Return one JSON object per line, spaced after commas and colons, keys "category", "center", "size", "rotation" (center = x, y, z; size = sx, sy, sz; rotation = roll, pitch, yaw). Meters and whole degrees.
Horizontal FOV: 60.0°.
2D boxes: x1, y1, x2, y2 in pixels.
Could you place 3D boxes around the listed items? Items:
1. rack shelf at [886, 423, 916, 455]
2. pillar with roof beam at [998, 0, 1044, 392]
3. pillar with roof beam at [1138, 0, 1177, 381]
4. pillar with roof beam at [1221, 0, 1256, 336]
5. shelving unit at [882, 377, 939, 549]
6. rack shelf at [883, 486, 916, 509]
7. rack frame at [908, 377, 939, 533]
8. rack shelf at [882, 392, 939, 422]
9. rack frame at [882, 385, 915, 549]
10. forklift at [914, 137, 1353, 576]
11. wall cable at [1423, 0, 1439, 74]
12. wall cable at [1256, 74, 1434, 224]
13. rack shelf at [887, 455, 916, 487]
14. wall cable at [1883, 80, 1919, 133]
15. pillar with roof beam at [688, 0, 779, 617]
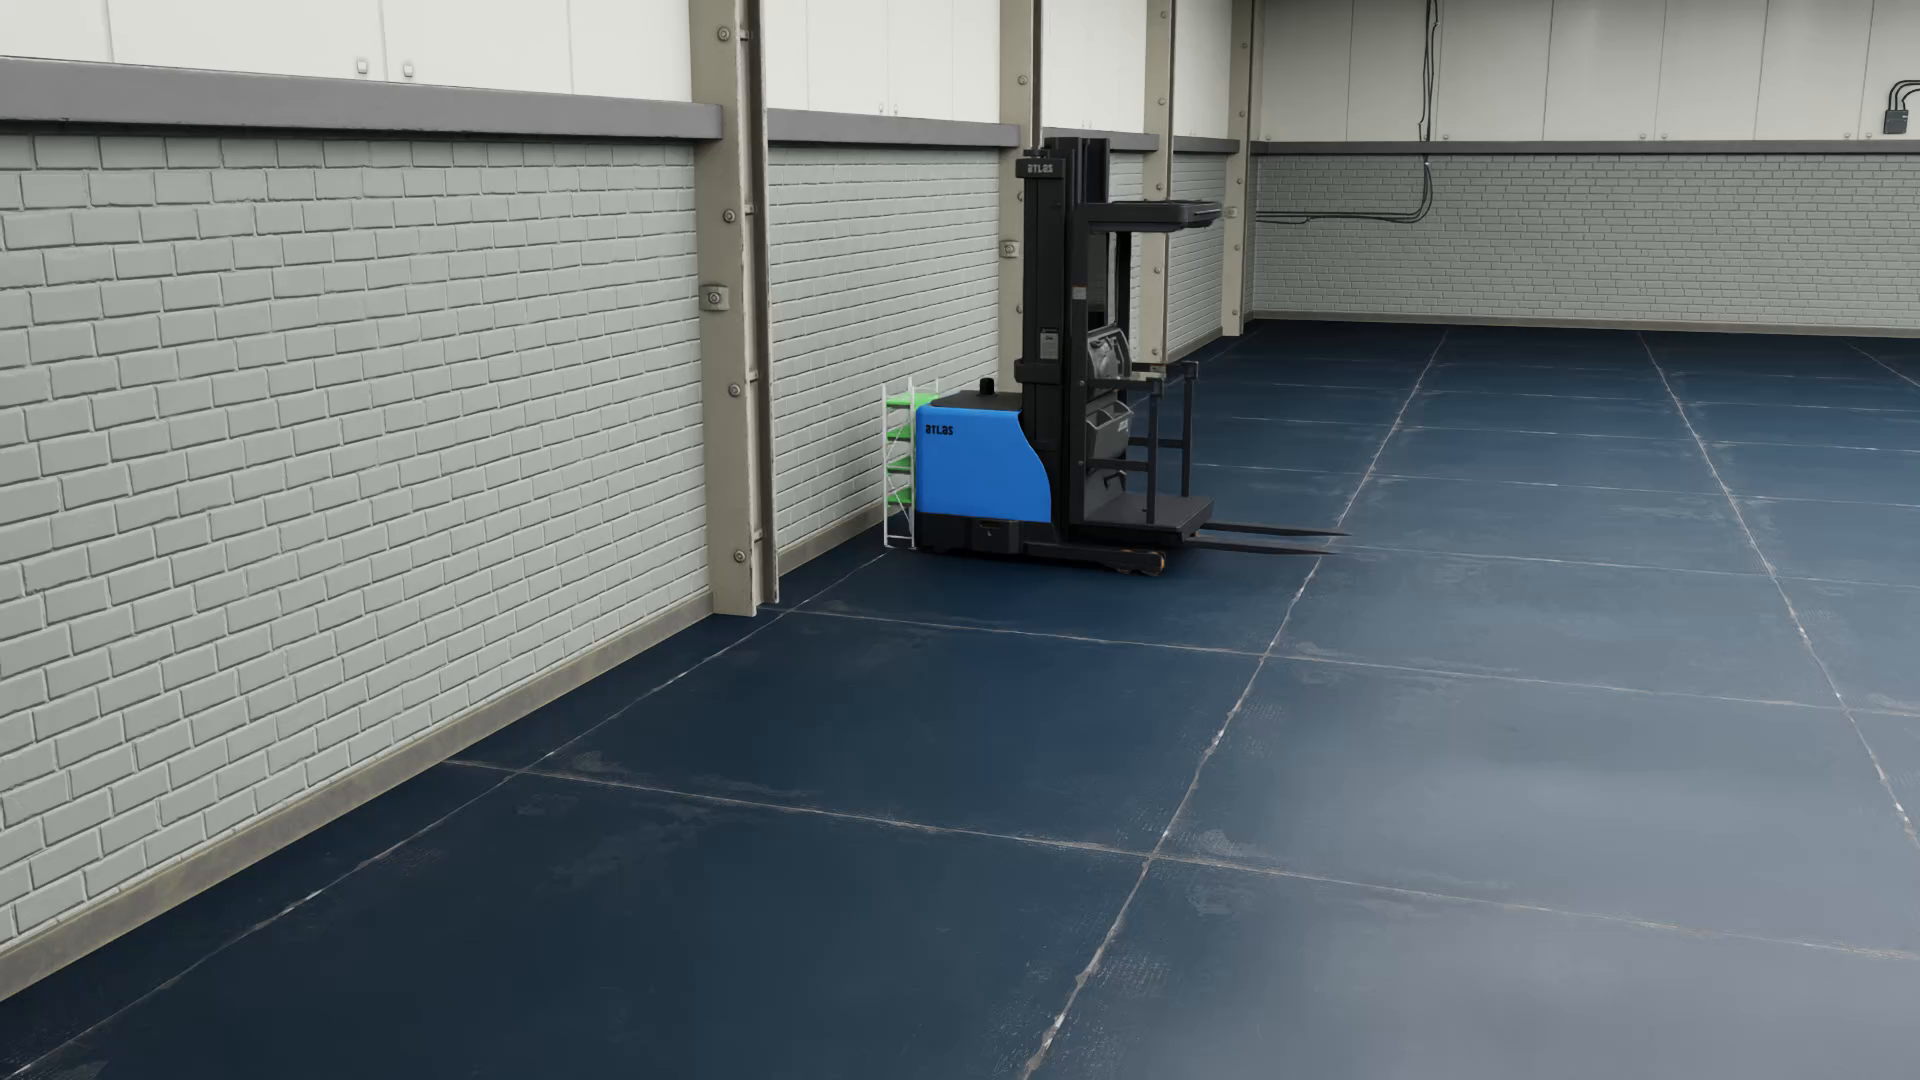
{"category": "rack shelf", "center": [-0.359, -0.749, 12.280], "size": [0.258, 0.148, 0.480], "rotation": [5, 14, 20]}
{"category": "pillar with roof beam", "center": [4.638, -4.914, 13.796], "size": [9.100, 9.000, 0.400], "rotation": [4, 14, 18]}
{"category": "pillar with roof beam", "center": [6.579, -6.178, 19.331], "size": [9.100, 9.000, 0.400], "rotation": [4, 14, 18]}
{"category": "pillar with roof beam", "center": [8.521, -7.441, 24.866], "size": [9.100, 9.000, 0.400], "rotation": [4, 14, 18]}
{"category": "shelving unit", "center": [-0.359, -0.577, 12.319], "size": [0.258, 1.200, 0.503], "rotation": [5, 14, 20]}
{"category": "rack shelf", "center": [-0.359, -0.281, 12.387], "size": [0.258, 0.148, 0.480], "rotation": [5, 14, 20]}
{"category": "rack frame", "center": [-0.273, -0.628, 12.542], "size": [0.240, 1.200, 0.015], "rotation": [5, 14, 20]}
{"category": "rack shelf", "center": [-0.359, -0.983, 12.227], "size": [0.258, 0.148, 0.480], "rotation": [5, 14, 20]}
{"category": "rack frame", "center": [-0.445, -0.526, 12.097], "size": [0.240, 1.200, 0.015], "rotation": [5, 14, 20]}
{"category": "forklift", "center": [1.237, -1.316, 11.667], "size": [3.031, 2.935, 1.130], "rotation": [5, 14, 21]}
{"category": "wall cable", "center": [9.211, -9.030, 27.455], "size": [3.097, 2.526, 0.112], "rotation": [4, 14, 18]}
{"category": "wall cable", "center": [6.652, -6.762, 28.870], "size": [3.097, 2.526, 0.112], "rotation": [4, 14, 18]}
{"category": "rack shelf", "center": [-0.359, -0.515, 12.334], "size": [0.258, 0.148, 0.480], "rotation": [5, 14, 20]}
{"category": "wall cable", "center": [15.629, -9.247, 25.137], "size": [2.305, 6.003, 0.169], "rotation": [4, 14, 18]}
{"category": "pillar with roof beam", "center": [2.697, -3.651, 8.261], "size": [9.100, 9.000, 0.400], "rotation": [4, 14, 18]}
